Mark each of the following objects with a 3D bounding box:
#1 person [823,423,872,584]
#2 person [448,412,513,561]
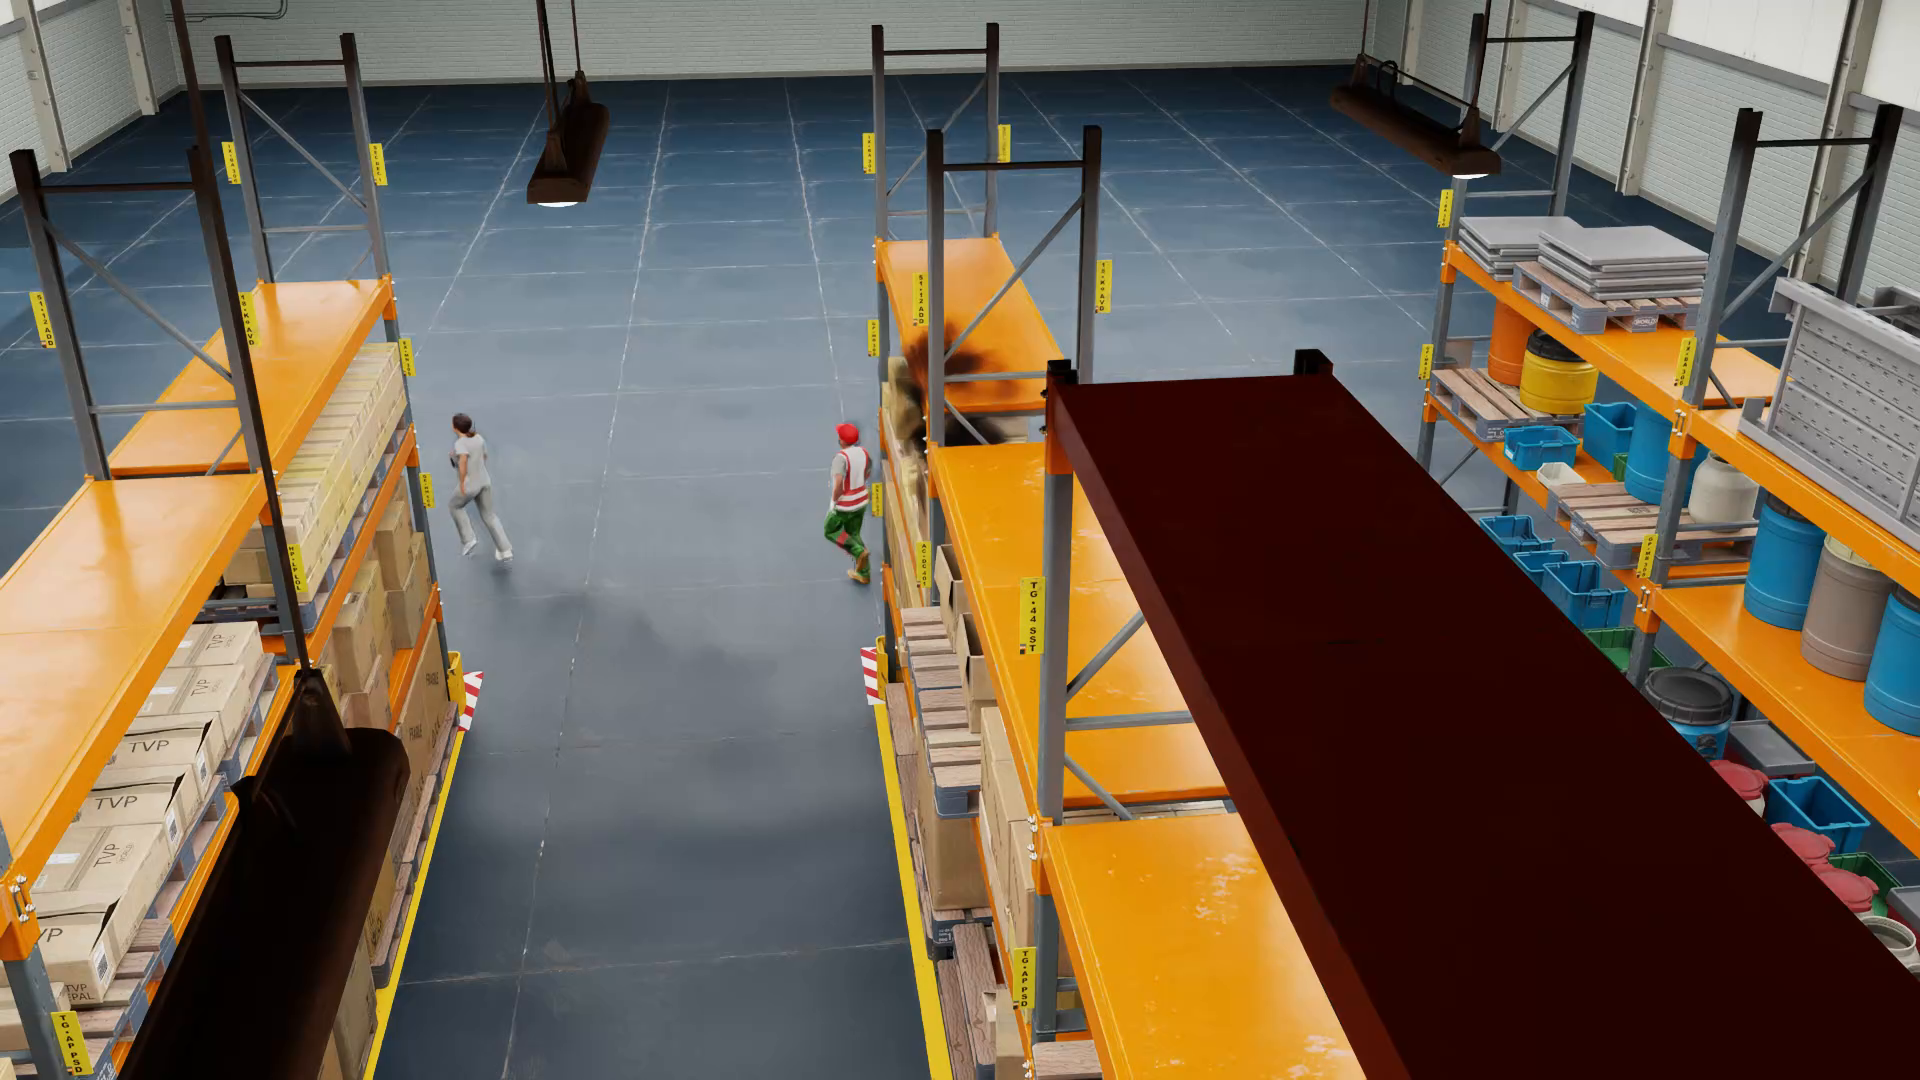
[{"bbox_3d":[-1.186,-0.389,17.309,0.660,1.744,0.684,20,32,36],"label":"person"},{"bbox_3d":[-5.132,-0.521,17.678,0.830,1.701,0.586,15,29,28],"label":"person"}]
